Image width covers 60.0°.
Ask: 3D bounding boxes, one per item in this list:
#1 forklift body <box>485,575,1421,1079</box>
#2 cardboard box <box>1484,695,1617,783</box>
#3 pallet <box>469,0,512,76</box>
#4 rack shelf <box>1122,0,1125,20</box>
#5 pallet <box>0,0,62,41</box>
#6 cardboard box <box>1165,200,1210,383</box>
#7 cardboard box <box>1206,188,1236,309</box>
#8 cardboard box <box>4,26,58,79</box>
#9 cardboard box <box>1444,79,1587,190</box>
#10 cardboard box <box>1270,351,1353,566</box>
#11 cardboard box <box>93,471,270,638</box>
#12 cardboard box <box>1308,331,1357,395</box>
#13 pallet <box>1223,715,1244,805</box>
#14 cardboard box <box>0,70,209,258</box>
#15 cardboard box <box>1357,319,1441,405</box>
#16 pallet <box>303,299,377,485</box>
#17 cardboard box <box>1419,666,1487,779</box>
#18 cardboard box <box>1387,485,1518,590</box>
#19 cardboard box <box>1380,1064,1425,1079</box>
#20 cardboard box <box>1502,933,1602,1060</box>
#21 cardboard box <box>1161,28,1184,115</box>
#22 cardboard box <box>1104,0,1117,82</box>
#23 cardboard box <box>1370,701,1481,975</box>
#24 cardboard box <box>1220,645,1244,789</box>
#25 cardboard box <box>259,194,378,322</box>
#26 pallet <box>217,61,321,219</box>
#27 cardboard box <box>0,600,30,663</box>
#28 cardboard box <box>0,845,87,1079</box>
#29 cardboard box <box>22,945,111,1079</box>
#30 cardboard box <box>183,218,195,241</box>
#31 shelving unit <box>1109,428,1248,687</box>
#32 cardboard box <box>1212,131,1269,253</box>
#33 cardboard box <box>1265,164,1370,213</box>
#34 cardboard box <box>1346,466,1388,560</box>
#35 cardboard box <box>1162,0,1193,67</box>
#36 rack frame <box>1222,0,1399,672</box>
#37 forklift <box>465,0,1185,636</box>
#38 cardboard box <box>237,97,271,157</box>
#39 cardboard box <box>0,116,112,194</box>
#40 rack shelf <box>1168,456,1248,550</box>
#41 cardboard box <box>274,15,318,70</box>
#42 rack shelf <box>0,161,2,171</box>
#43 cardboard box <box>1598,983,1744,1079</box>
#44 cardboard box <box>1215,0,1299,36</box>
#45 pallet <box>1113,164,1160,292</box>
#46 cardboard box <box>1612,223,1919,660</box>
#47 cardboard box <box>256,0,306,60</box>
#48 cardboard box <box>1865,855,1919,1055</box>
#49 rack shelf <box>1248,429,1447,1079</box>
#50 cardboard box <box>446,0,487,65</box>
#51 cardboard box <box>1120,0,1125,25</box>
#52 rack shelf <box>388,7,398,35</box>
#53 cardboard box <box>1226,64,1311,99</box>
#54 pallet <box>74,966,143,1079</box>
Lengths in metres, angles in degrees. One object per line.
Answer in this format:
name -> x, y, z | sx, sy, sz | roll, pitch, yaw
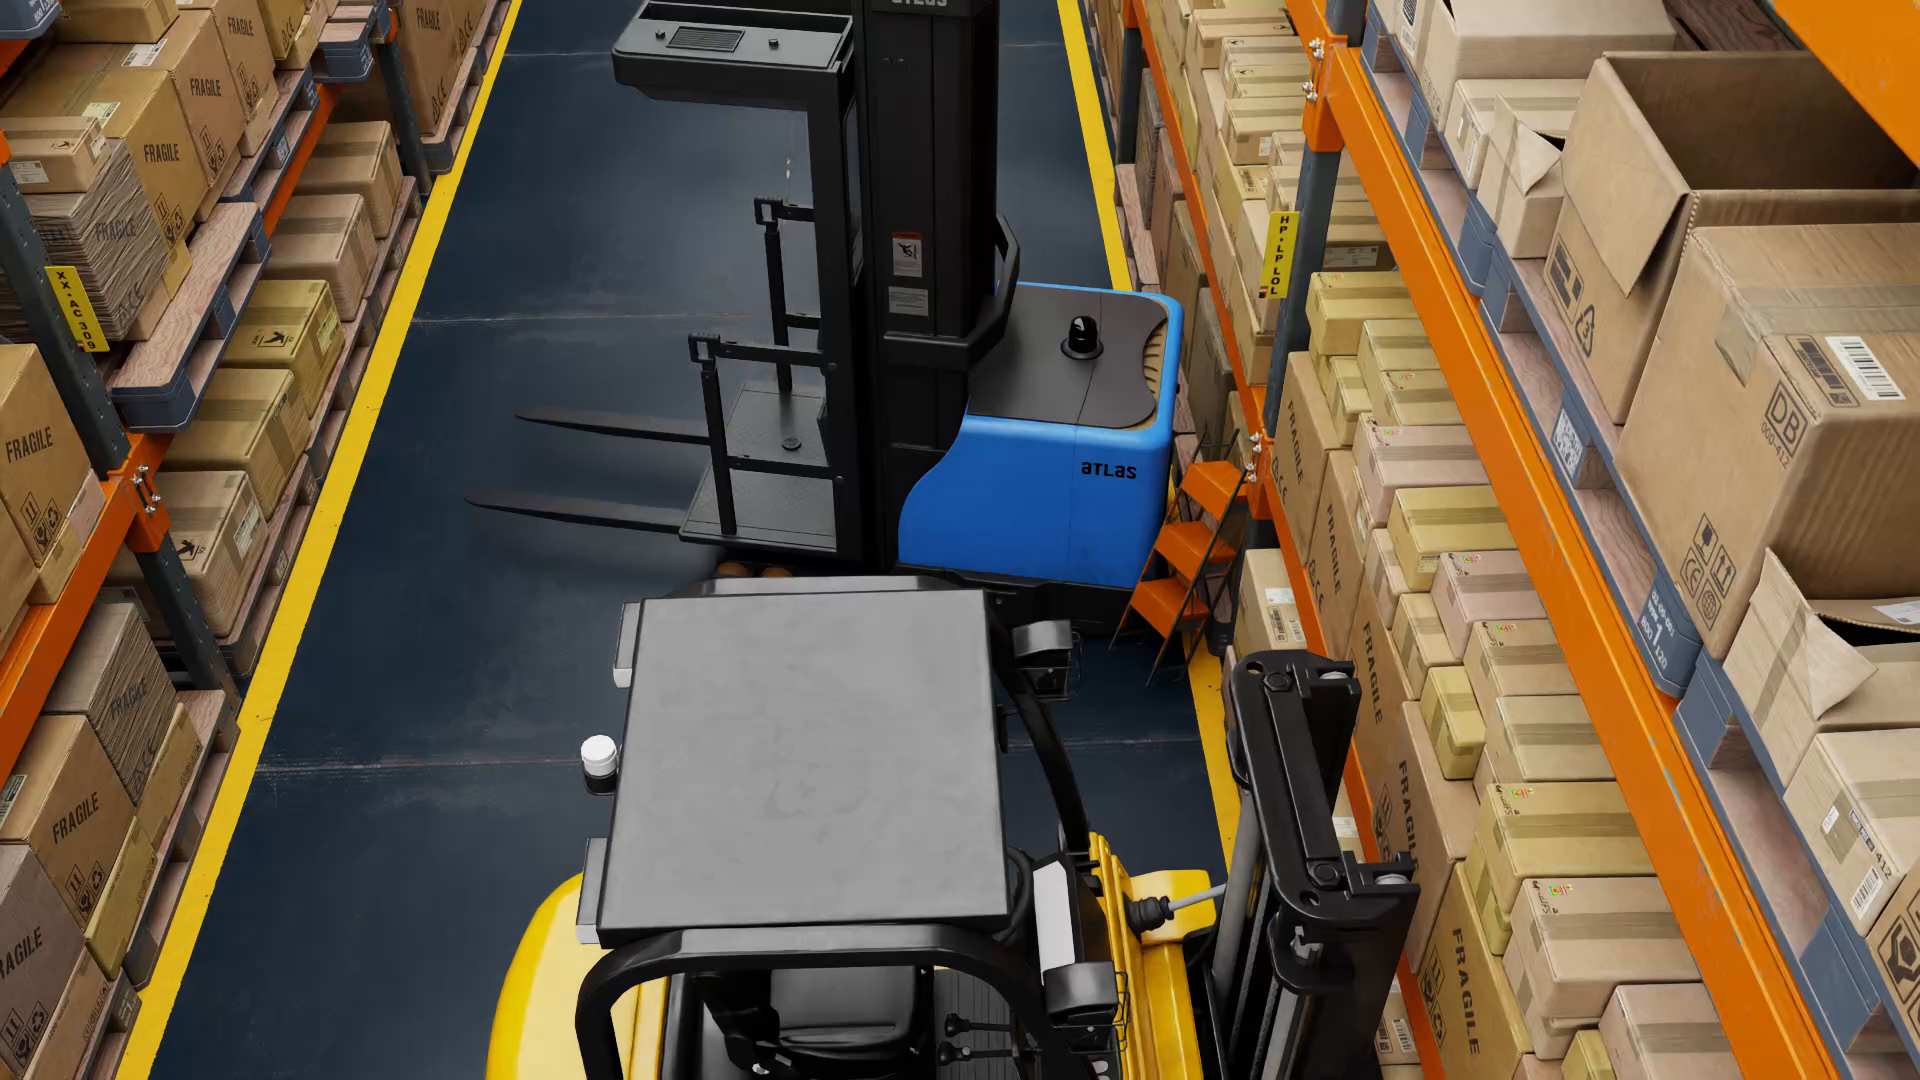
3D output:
forklift body -> -0.156, 1.241, 4.455 | 2.313, 2.155, 1.214 | -2, 43, -2
cardboard box -> 1.450, 0.499, 3.862 | 0.380, 0.149, 0.250 | -1, 43, -1
pallet -> -3.559, -3.428, 10.984 | 1.003, 0.211, 1.213 | -2, 43, -2
rack shelf -> 1.322, -4.330, 10.436 | 1.077, 0.370, 4.000 | -2, 43, -2
pallet -> -3.302, -1.856, 5.124 | 1.213, 0.211, 1.003 | -2, 43, -2
cardboard box -> 1.484, -1.208, 7.944 | 0.875, 0.625, 0.625 | -3, 43, -4
cardboard box -> 1.267, -1.162, 6.558 | 0.500, 0.250, 0.500 | -2, 43, -2
cardboard box -> -3.669, -1.690, 6.418 | 0.500, 0.500, 0.500 | 0, 43, 0
cardboard box -> 1.325, -0.919, 3.764 | 0.380, 0.149, 0.250 | 0, 43, -1
cardboard box -> 1.335, -0.275, 5.405 | 0.500, 0.500, 0.500 | -3, 43, -3
cardboard box -> -3.407, 0.060, 6.748 | 0.950, 0.372, 0.625 | -1, 43, -1
cardboard box -> 1.328, -0.598, 5.278 | 0.380, 0.149, 0.250 | -2, 43, -2
pallet -> 1.569, 1.021, 6.129 | 1.003, 0.211, 1.213 | -2, 43, -2
cardboard box -> -3.137, -1.364, 6.063 | 0.500, 0.500, 0.500 | -2, 43, -2
cardboard box -> 1.413, -0.533, 4.987 | 0.380, 0.149, 0.250 | -1, 43, -1
pallet -> -3.471, -0.723, 8.032 | 1.003, 0.211, 1.213 | -2, 43, -2
cardboard box -> 1.374, 0.446, 4.139 | 0.380, 0.149, 0.250 | -2, 43, -3
cardboard box -> 1.362, -0.010, 4.416 | 0.380, 0.149, 0.250 | -2, 43, -2
cardboard box -> 1.357, 1.659, 4.354 | 0.500, 0.250, 0.500 | -1, 43, -1
cardboard box -> 1.404, 0.958, 3.580 | 0.380, 0.149, 0.250 | -3, 43, -3
cardboard box -> 1.227, -2.196, 7.687 | 0.500, 0.250, 0.500 | -3, 43, -3
cardboard box -> 1.164, -3.096, 10.097 | 0.500, 0.500, 0.500 | -2, 43, -2
cardboard box -> 1.397, 0.758, 4.278 | 0.500, 0.500, 0.500 | -1, 43, -2
cardboard box -> 1.267, 0.650, 6.195 | 0.500, 0.250, 0.500 | -1, 43, -1
cardboard box -> -3.498, -1.407, 8.348 | 0.950, 0.372, 0.625 | -2, 43, -3
pallet -> -3.427, -1.694, 7.170 | 1.003, 0.211, 1.213 | -2, 43, -2
cardboard box -> -3.113, 0.247, 5.096 | 0.380, 0.149, 0.250 | -1, 43, -2
cardboard box -> -3.043, 1.262, 4.972 | 0.500, 0.500, 0.500 | 0, 43, 0
cardboard box -> -3.039, 1.553, 5.210 | 0.500, 0.250, 0.500 | -1, 43, -1
cardboard box -> -3.180, -1.202, 6.367 | 0.380, 0.149, 0.250 | 1, 43, 1
shelving unit -> 0.910, 0.079, 6.523 | 0.215, 1.050, 0.252 | -7, 39, -38
cardboard box -> 1.272, -1.345, 6.388 | 0.500, 0.250, 0.500 | -3, 43, -3
cardboard box -> 1.312, -1.219, 5.955 | 0.380, 0.149, 0.250 | -2, 43, -2
cardboard box -> 1.316, -0.080, 4.713 | 0.380, 0.149, 0.250 | -1, 43, -1
cardboard box -> 1.206, -2.376, 7.513 | 0.500, 0.250, 0.500 | -3, 43, -3
rack frame -> 1.577, -0.545, 5.774 | 1.000, 3.000, 0.127 | -2, 43, -2
forklift -> -0.617, -1.148, 6.483 | 3.031, 2.935, 1.130 | 6, 43, 7
cardboard box -> -3.117, -1.725, 6.937 | 0.380, 0.149, 0.250 | 0, 43, 0
cardboard box -> -3.049, -1.268, 5.478 | 0.380, 0.149, 0.250 | -2, 43, -2
rack shelf -> 0.991, -0.144, 6.388 | 0.215, 0.259, 0.240 | -7, 39, -38
cardboard box -> -3.135, -2.245, 7.504 | 0.380, 0.149, 0.250 | -1, 43, -1
rack shelf -> -3.297, 0.110, 3.373 | 1.077, 0.370, 4.000 | -2, 43, -2
cardboard box -> 1.505, 1.022, 3.290 | 0.380, 0.149, 0.250 | -1, 43, -2
cardboard box -> 1.299, -2.254, 7.085 | 0.380, 0.149, 0.250 | -2, 43, -2
pallet -> 1.403, -1.660, 9.055 | 1.003, 0.211, 1.213 | -2, 43, -2
cardboard box -> 1.541, -0.165, 2.681 | 0.700, 0.500, 0.500 | -1, 43, -2
cardboard box -> -3.199, -2.413, 7.208 | 0.500, 0.500, 0.500 | -4, 43, -5
cardboard box -> 1.485, 0.529, 1.924 | 0.500, 0.500, 0.500 | 0, 43, 0
rack shelf -> 1.662, 1.070, 4.544 | 1.077, 0.370, 4.000 | -2, 43, -2
cardboard box -> -3.532, -3.543, 10.307 | 0.875, 0.875, 0.875 | -1, 43, -1
cardboard box -> 1.133, -3.044, 9.560 | 0.380, 0.149, 0.250 | -4, 43, -4
rack shelf -> -3.637, -4.185, 10.278 | 1.077, 0.370, 4.000 | -2, 43, -2
cardboard box -> 1.262, -1.738, 6.522 | 0.380, 0.149, 0.250 | -3, 43, -3
pallet -> -3.263, 1.906, 5.164 | 1.003, 0.211, 1.213 | -2, 43, -2
